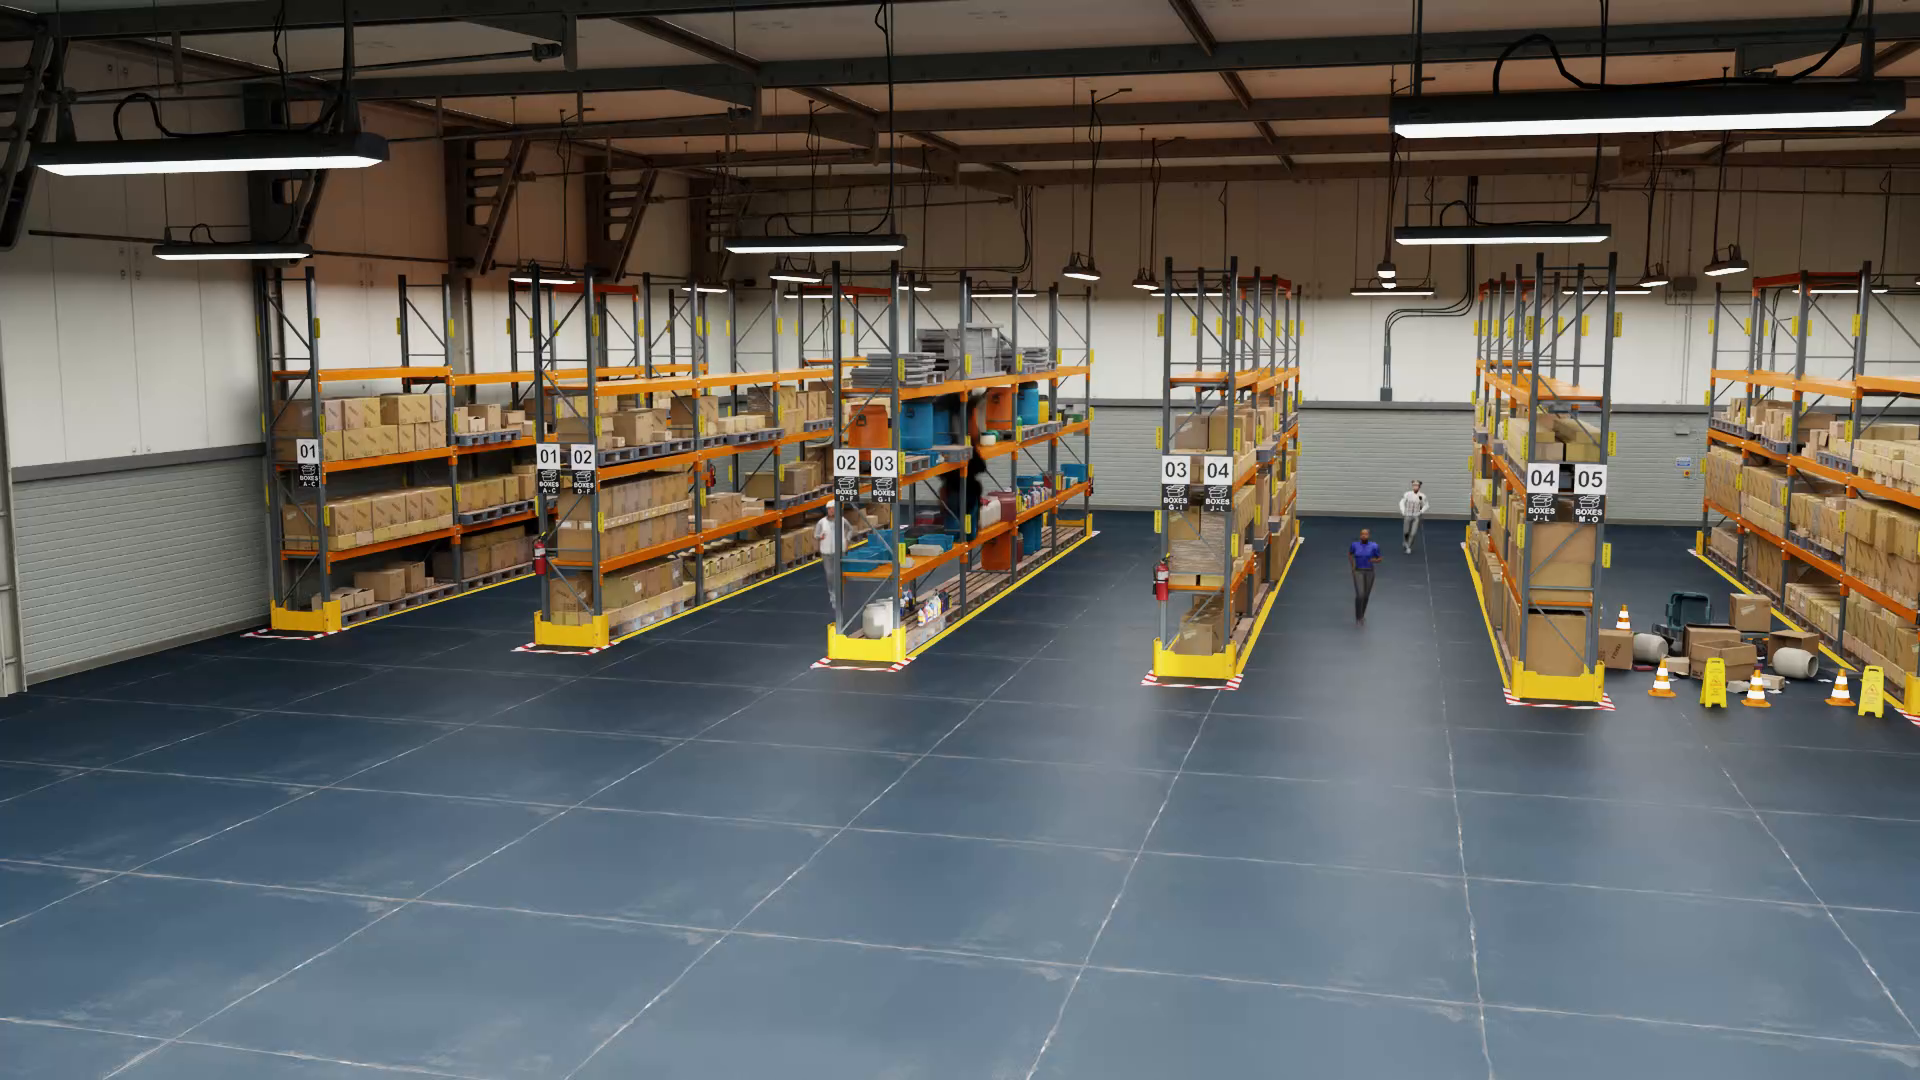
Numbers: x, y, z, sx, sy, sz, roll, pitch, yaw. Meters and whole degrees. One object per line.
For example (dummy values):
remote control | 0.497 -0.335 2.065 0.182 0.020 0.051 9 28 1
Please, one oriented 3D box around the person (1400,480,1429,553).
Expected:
person | 10.183 -0.537 37.304 0.644 1.656 0.509 2 8 19

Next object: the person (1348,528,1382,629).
person | 6.844 0.648 28.107 0.546 1.716 0.745 1 7 8

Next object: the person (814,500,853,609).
person | -2.163 0.230 28.254 0.652 1.811 0.833 1 7 4
